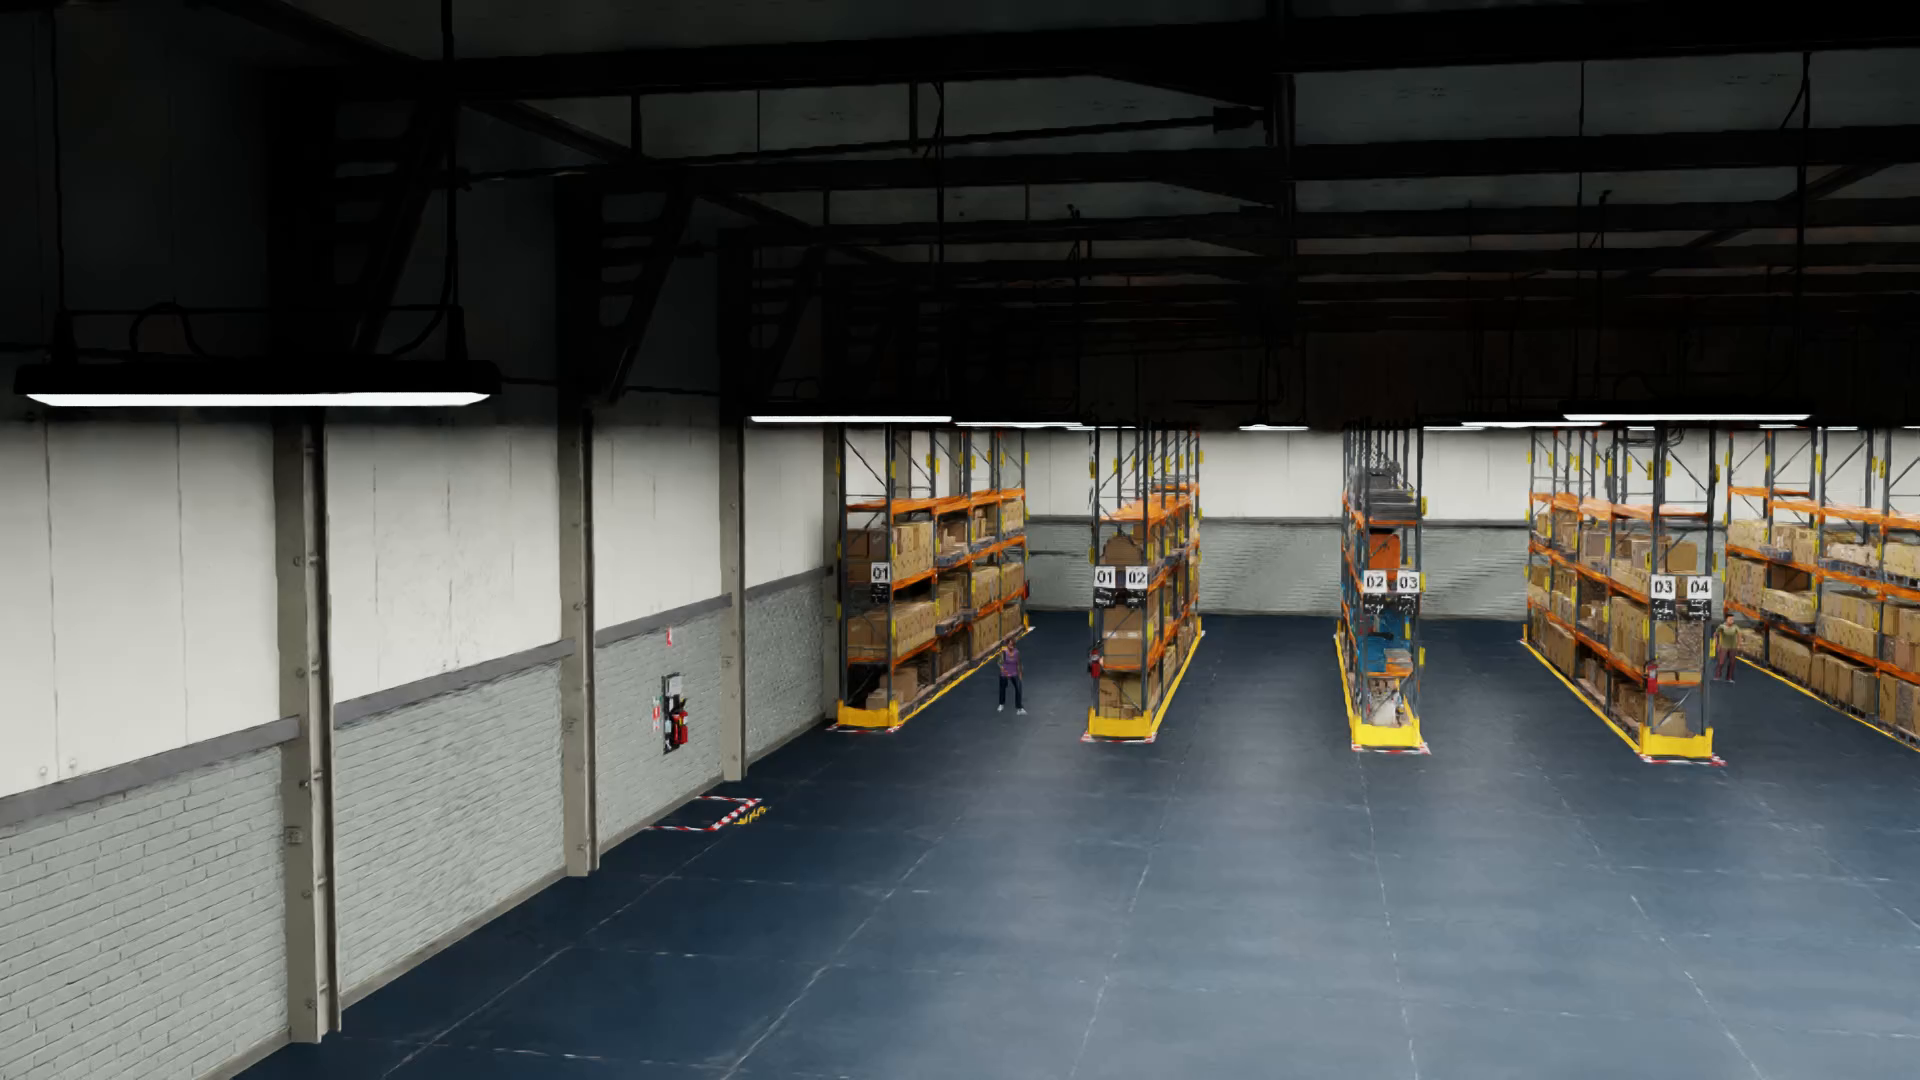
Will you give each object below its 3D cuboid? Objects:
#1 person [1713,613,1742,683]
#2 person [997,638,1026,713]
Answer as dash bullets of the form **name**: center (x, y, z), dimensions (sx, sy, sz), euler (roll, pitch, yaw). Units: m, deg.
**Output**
- **person**: center (17.512, 2.458, 37.956), dimensions (0.598, 1.619, 0.507), euler (1, 4, 10)
- **person**: center (1.028, 2.746, 33.935), dimensions (0.569, 1.530, 0.774), euler (0, 4, -7)
